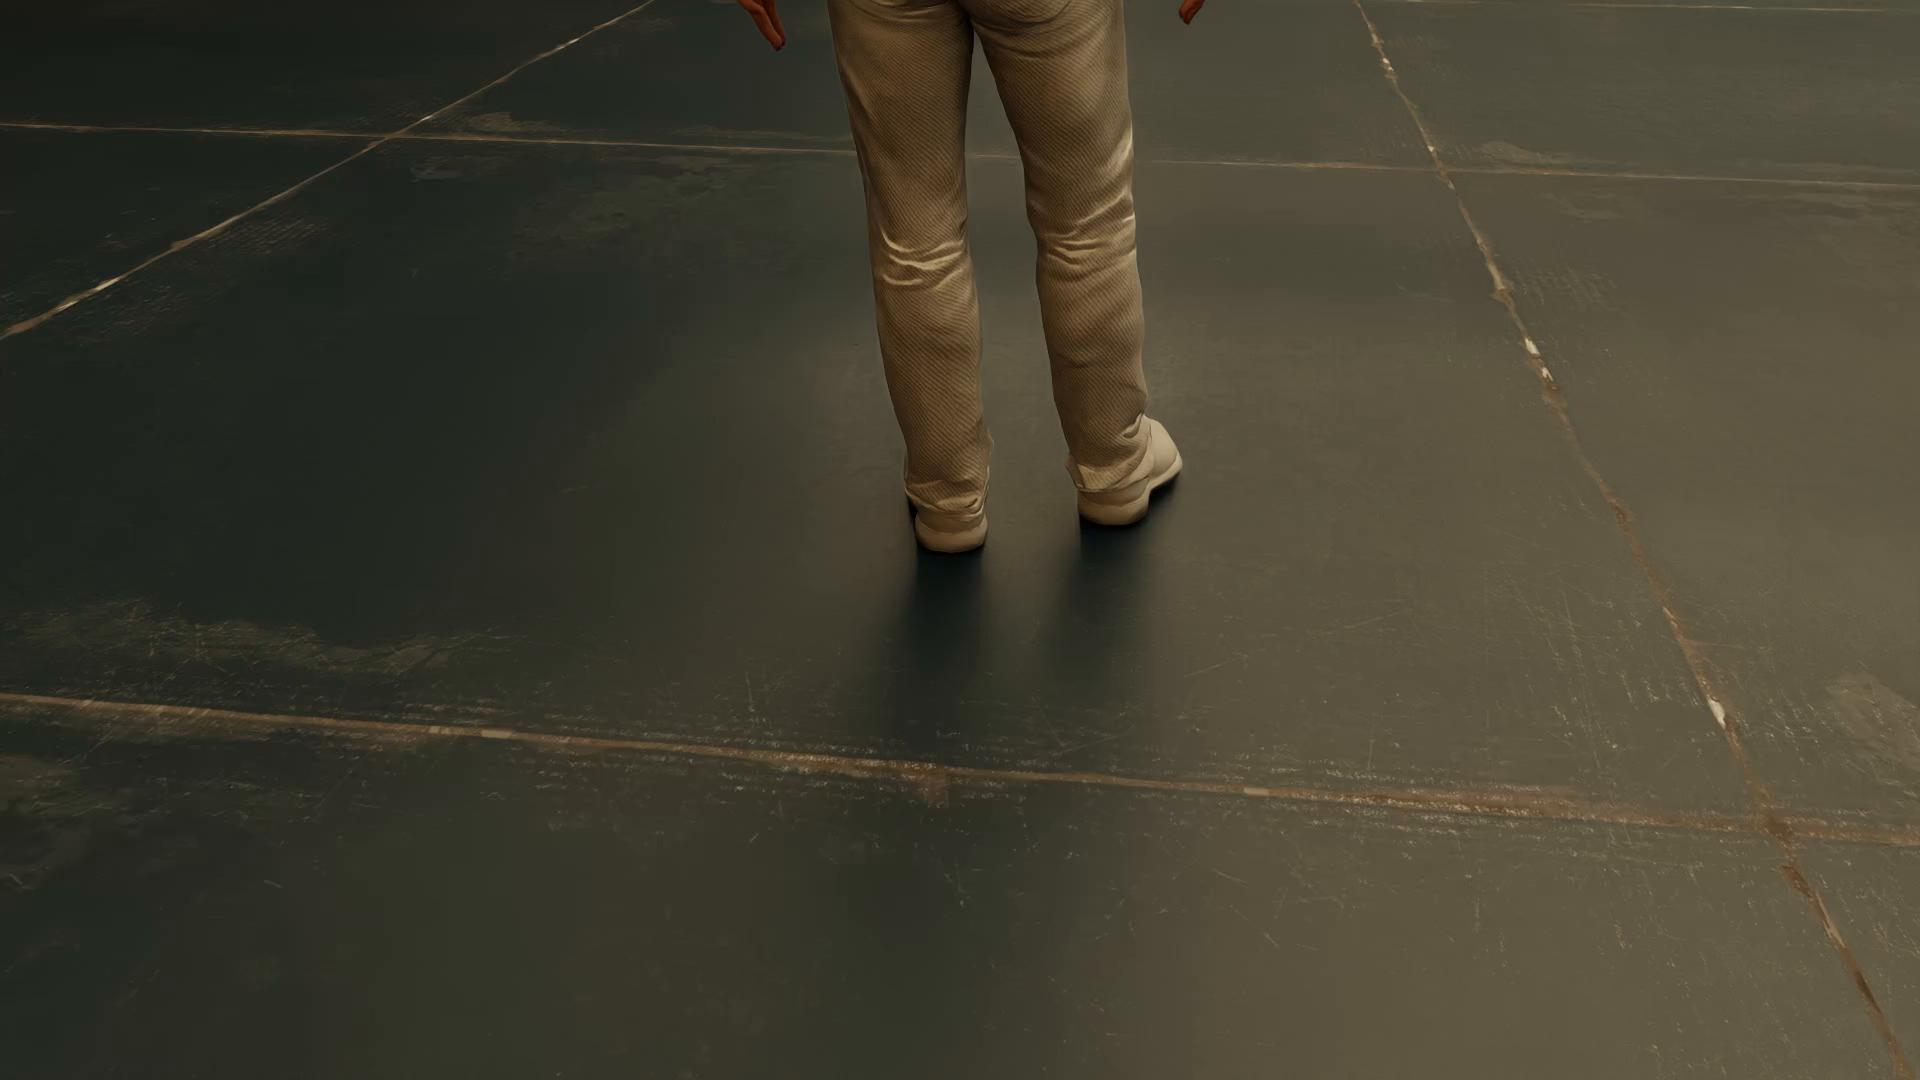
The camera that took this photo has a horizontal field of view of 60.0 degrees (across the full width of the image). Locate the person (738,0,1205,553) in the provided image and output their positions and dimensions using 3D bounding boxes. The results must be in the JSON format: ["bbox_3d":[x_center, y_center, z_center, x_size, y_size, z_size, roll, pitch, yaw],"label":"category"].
[{"bbox_3d":[0.015,-0.827,2.164,0.665,1.768,0.575,3,27,7],"label":"person"}]
